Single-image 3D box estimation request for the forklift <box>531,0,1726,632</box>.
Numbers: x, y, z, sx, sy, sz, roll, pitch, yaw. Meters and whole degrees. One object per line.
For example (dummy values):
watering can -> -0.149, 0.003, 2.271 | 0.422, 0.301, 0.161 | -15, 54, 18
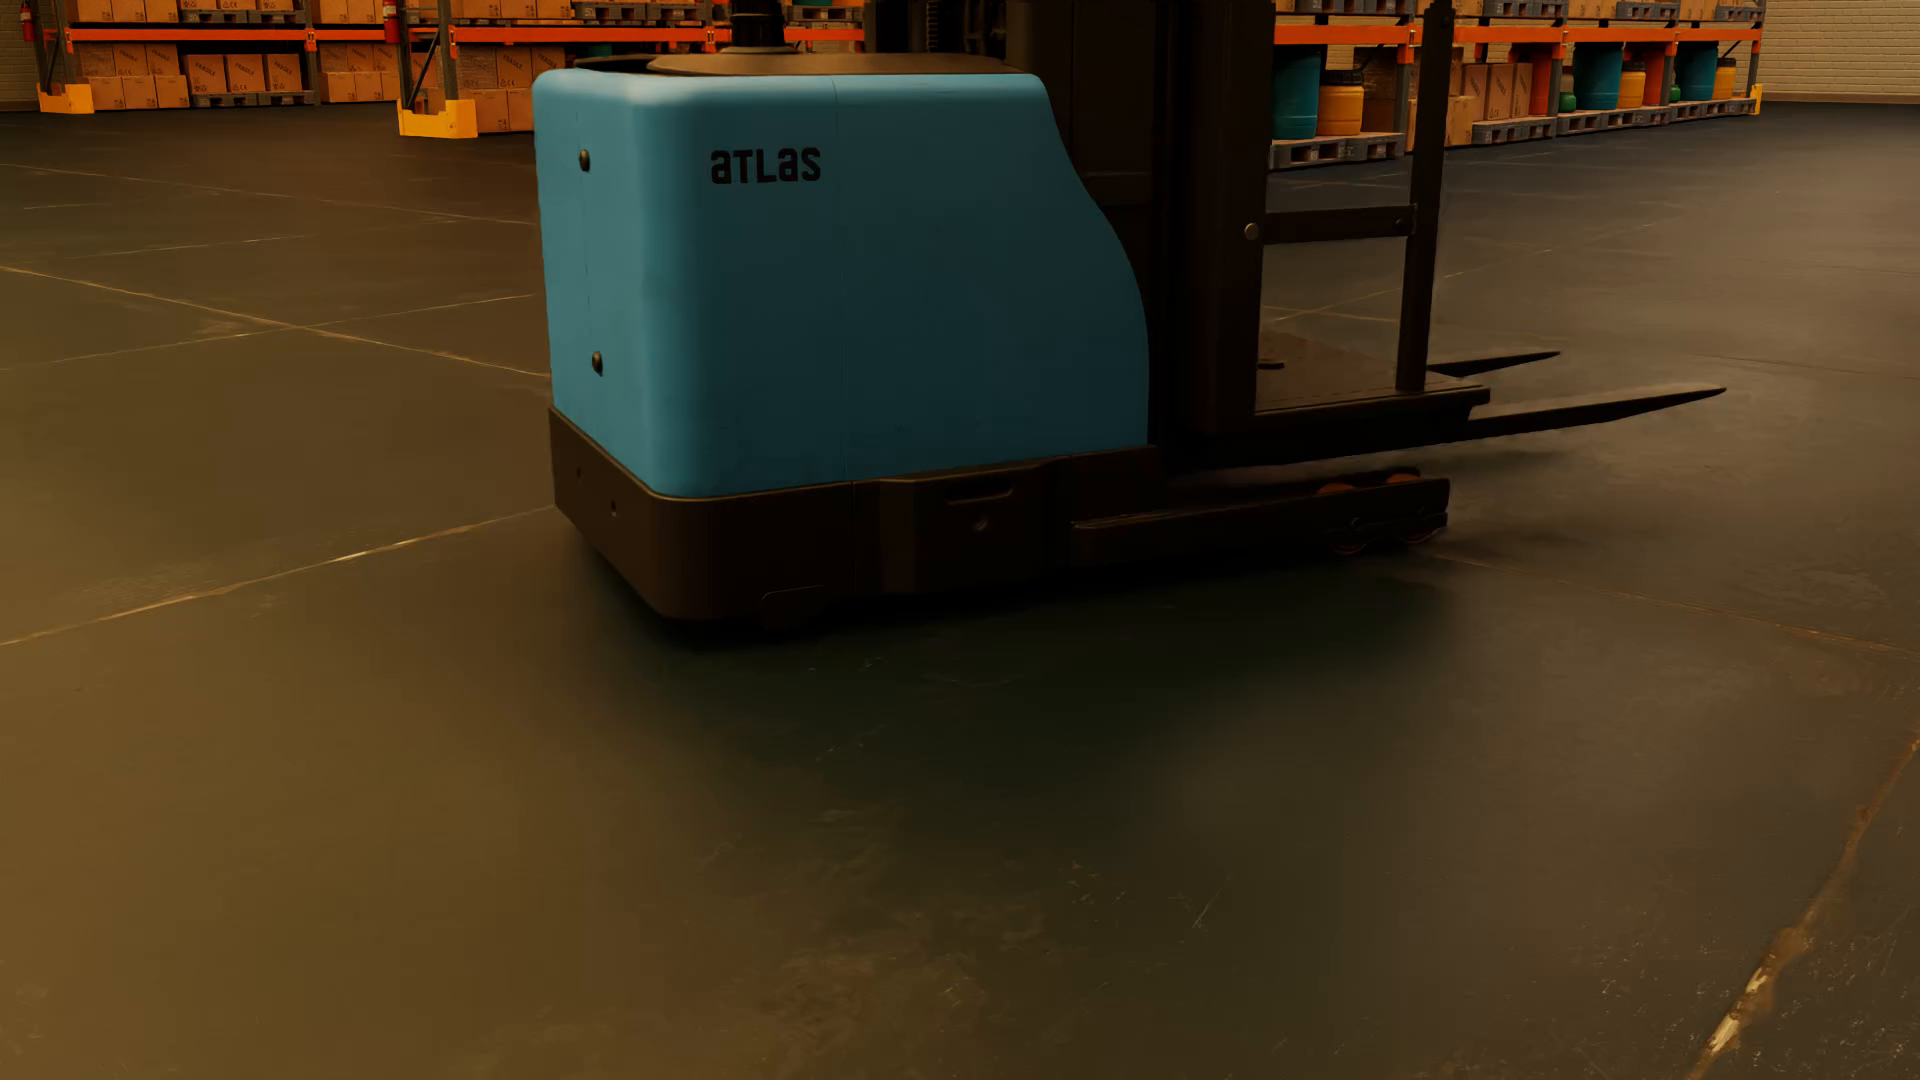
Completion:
forklift -> 0.583, -1.497, 3.828 | 3.031, 2.935, 1.130 | -8, 19, -25
